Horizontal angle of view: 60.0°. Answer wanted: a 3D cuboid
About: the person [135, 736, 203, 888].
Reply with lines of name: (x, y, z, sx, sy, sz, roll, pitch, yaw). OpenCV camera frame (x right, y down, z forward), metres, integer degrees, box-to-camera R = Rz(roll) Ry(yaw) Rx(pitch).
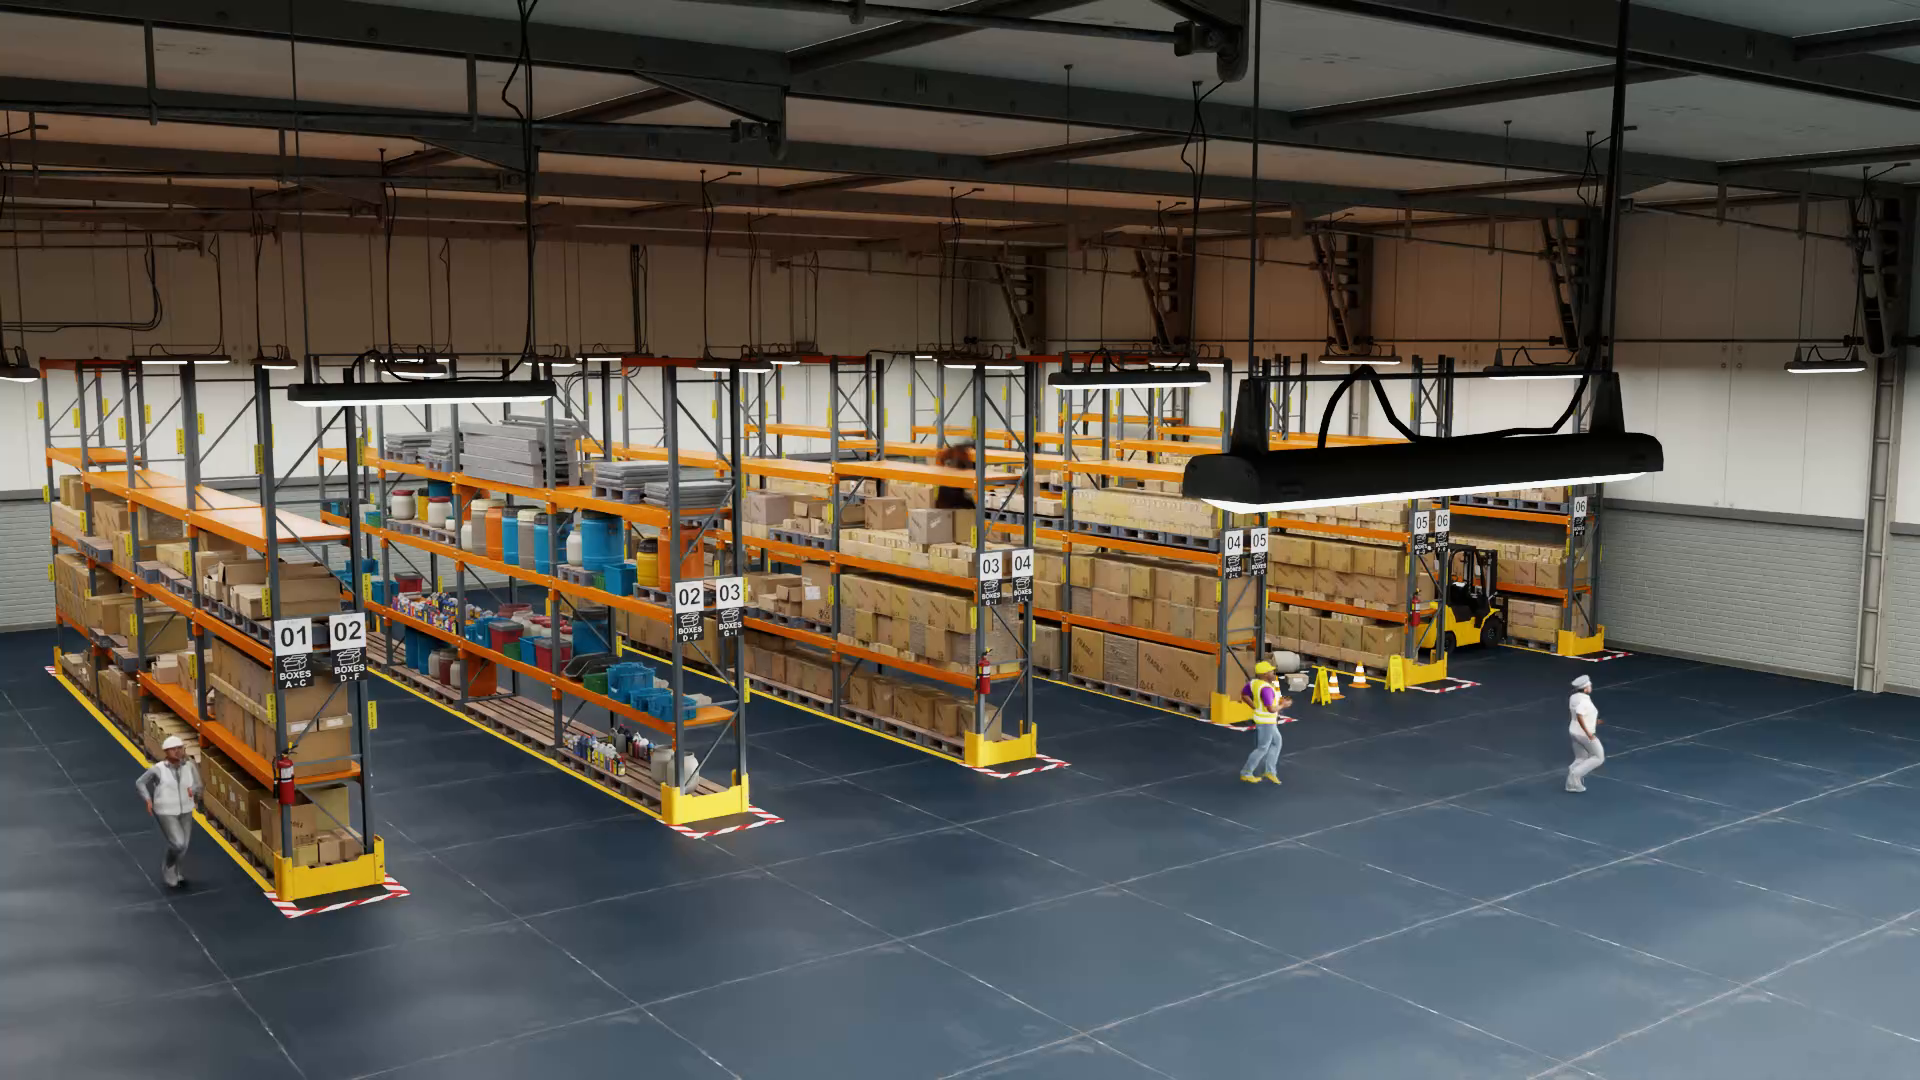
person: (-9.078, 3.146, 19.257, 0.642, 1.751, 0.644, 5, 9, 38)

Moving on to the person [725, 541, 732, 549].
person: (-5.390, 0.849, 38.521, 0.716, 1.781, 0.900, -3, 8, -26)

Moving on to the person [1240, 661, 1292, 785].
person: (4.342, 2.625, 23.634, 0.717, 1.825, 0.674, 0, 7, -1)

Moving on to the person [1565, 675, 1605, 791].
person: (8.782, 2.713, 23.302, 0.559, 1.647, 0.560, -1, 7, -8)
